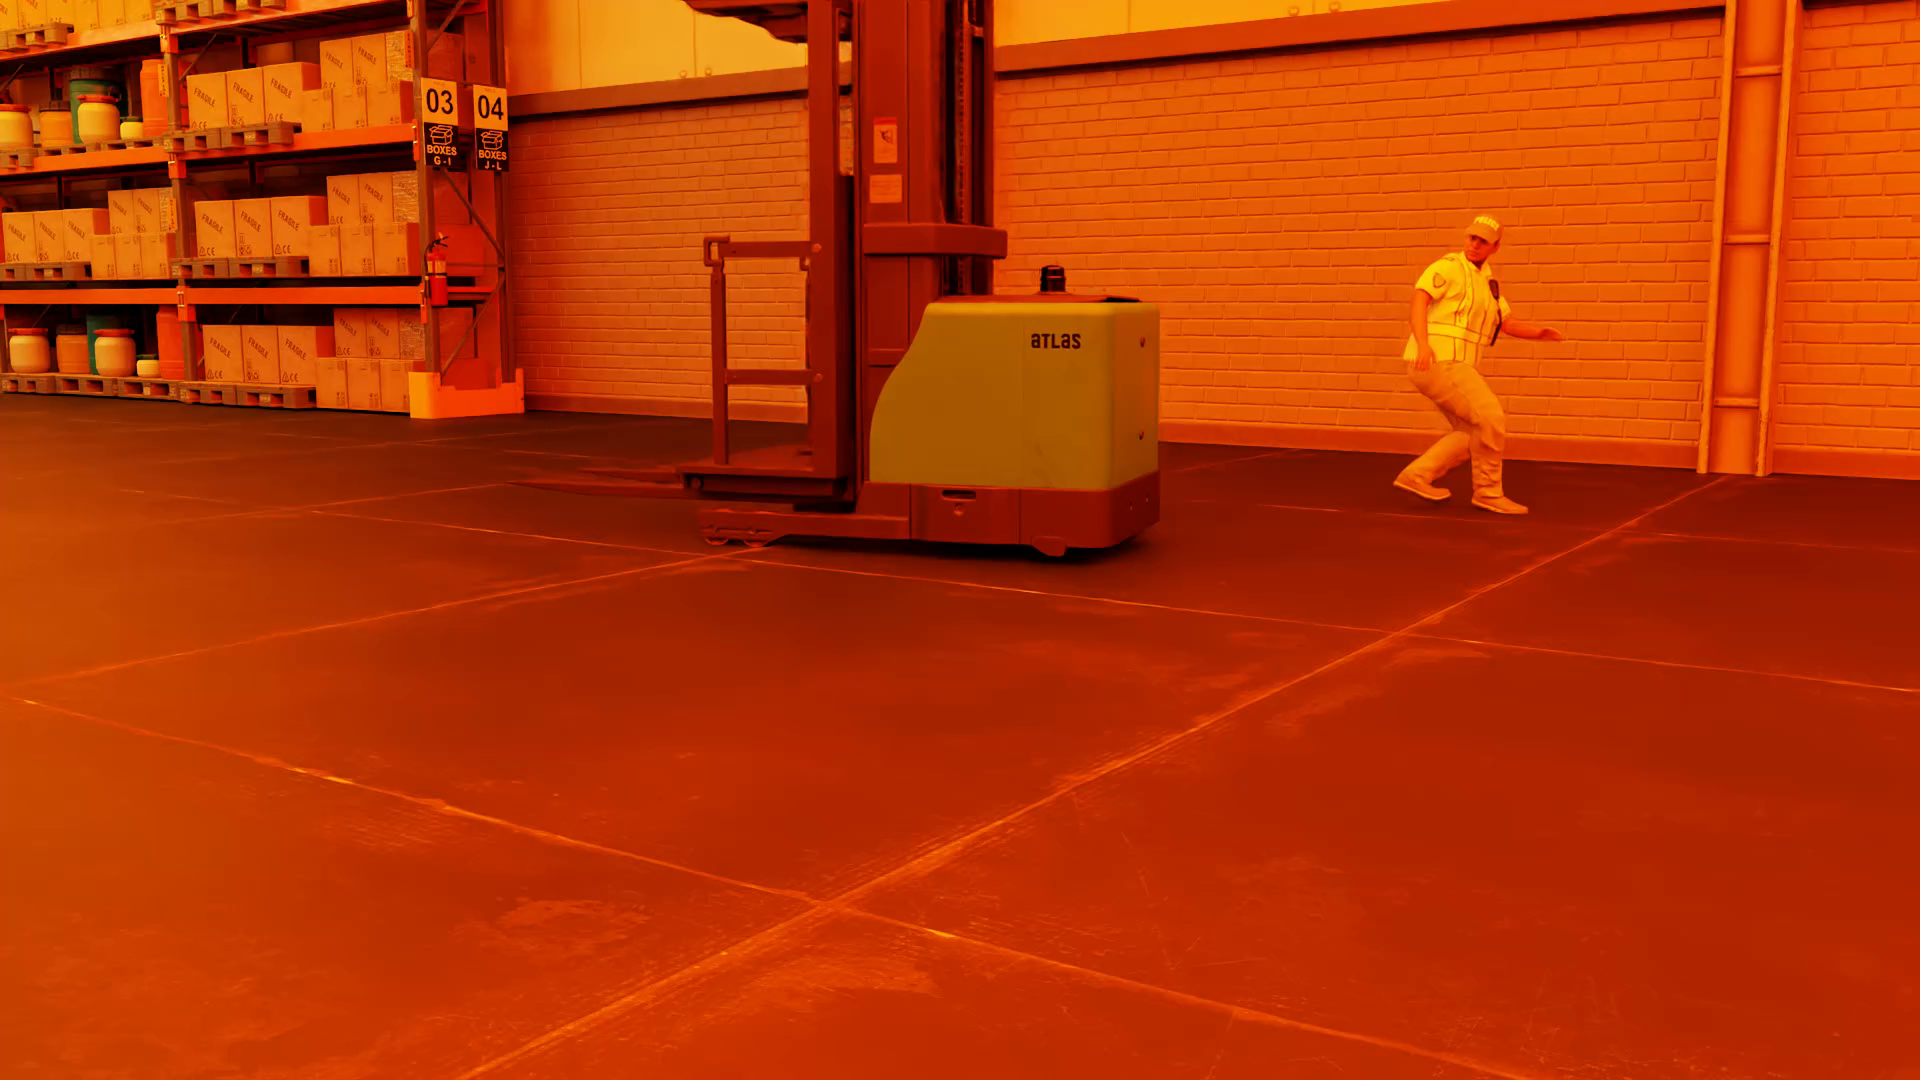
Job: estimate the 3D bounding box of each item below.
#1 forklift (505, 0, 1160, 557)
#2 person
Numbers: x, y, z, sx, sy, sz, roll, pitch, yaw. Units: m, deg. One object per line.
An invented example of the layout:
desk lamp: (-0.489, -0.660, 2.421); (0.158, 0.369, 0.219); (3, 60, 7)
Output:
forklift: (-0.646, -1.482, 7.616); (3.031, 2.935, 1.130); (3, 9, 19)
person: (2.626, -0.893, 8.521); (0.808, 1.541, 0.803); (5, 10, 32)
